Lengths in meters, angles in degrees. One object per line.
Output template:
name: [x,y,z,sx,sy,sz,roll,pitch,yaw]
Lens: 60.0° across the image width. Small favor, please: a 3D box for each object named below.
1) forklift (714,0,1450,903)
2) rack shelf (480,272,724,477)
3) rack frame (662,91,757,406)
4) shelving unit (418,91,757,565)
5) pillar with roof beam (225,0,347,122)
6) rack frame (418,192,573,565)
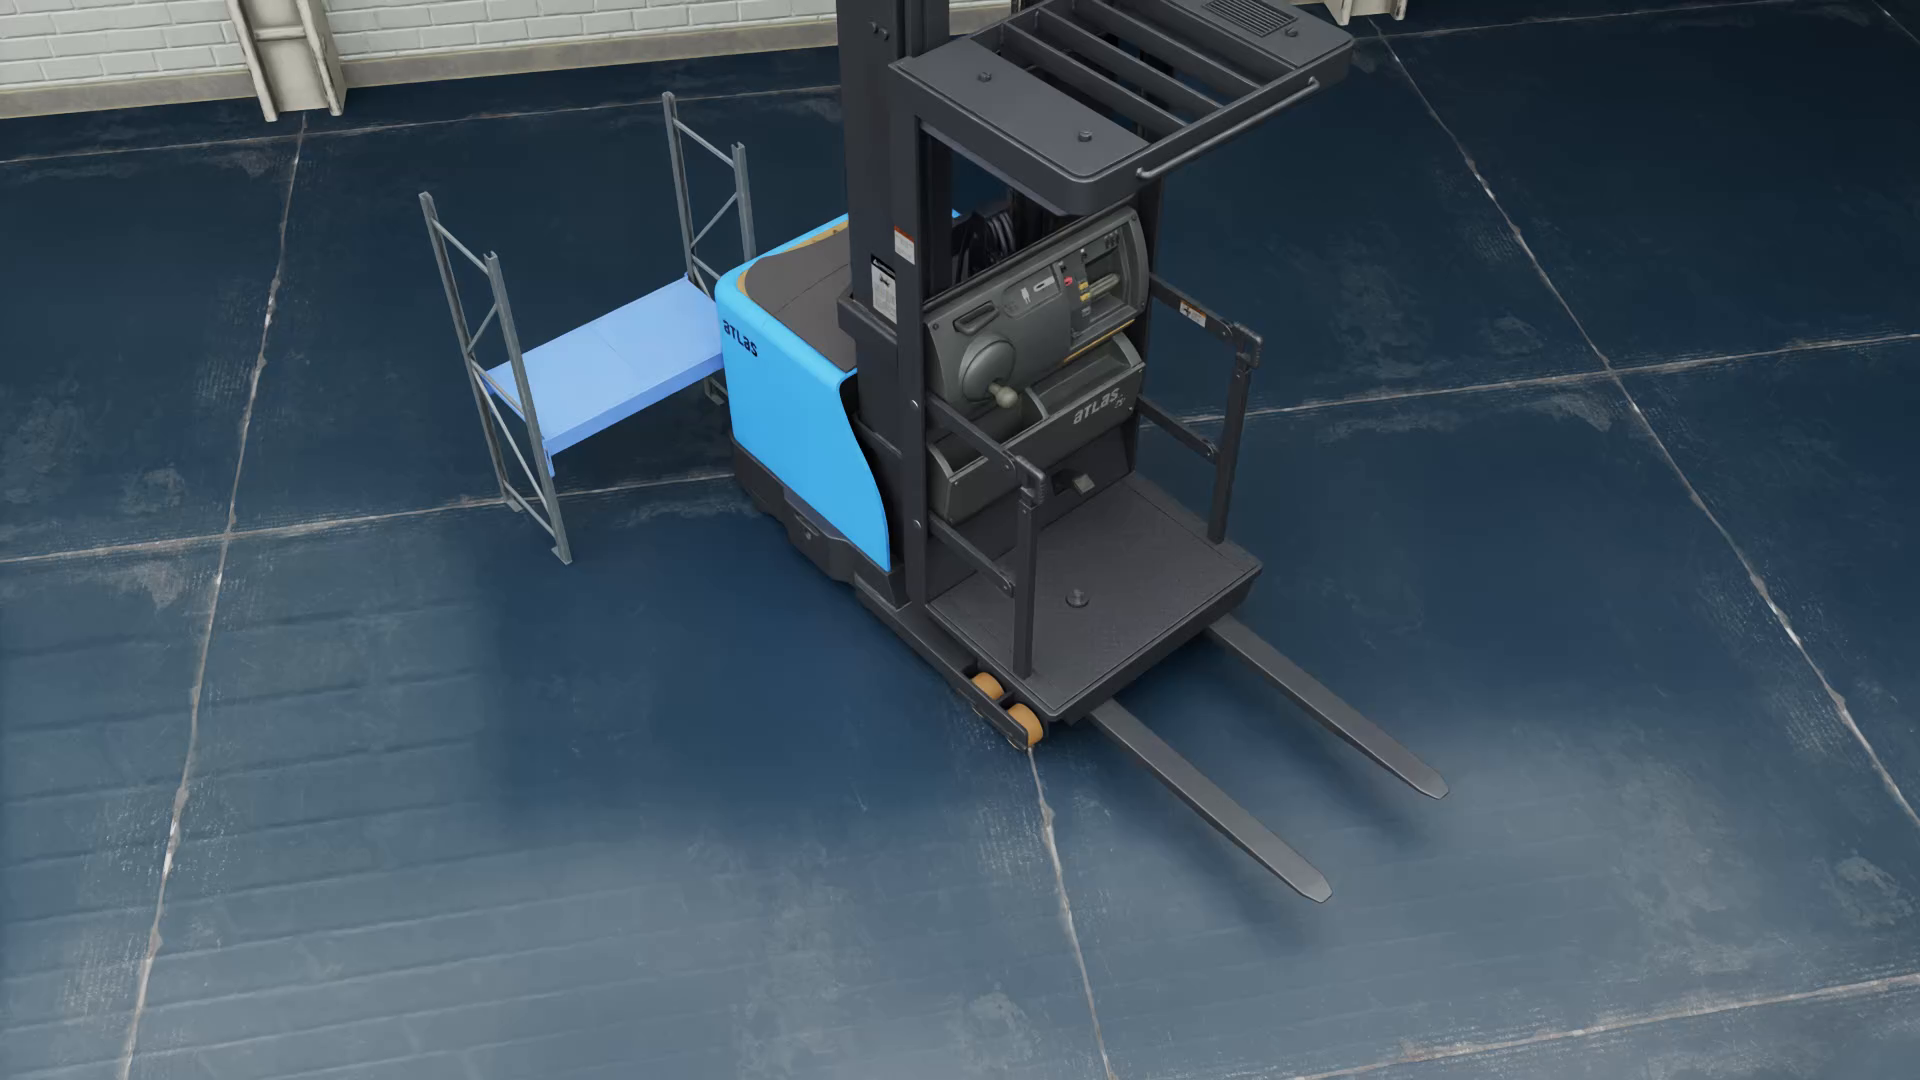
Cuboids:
forklift: [0.412,-0.678,5.368,1.130,2.935,3.031,-32,54,-27]
rack shelf: [-1.341,-0.676,6.610,1.000,0.185,0.538,-32,54,-27]
rack frame: [-0.956,-1.039,6.710,0.032,1.500,0.500,-32,54,-27]
shelving unit: [-1.341,-0.801,6.480,1.048,1.500,0.538,-32,54,-27]
pillar with roof beam: [-2.815,-2.442,2.854,0.400,9.000,9.100,-7,46,-7]
rack frame: [-1.727,-0.562,6.250,0.032,1.500,0.500,-32,54,-27]
